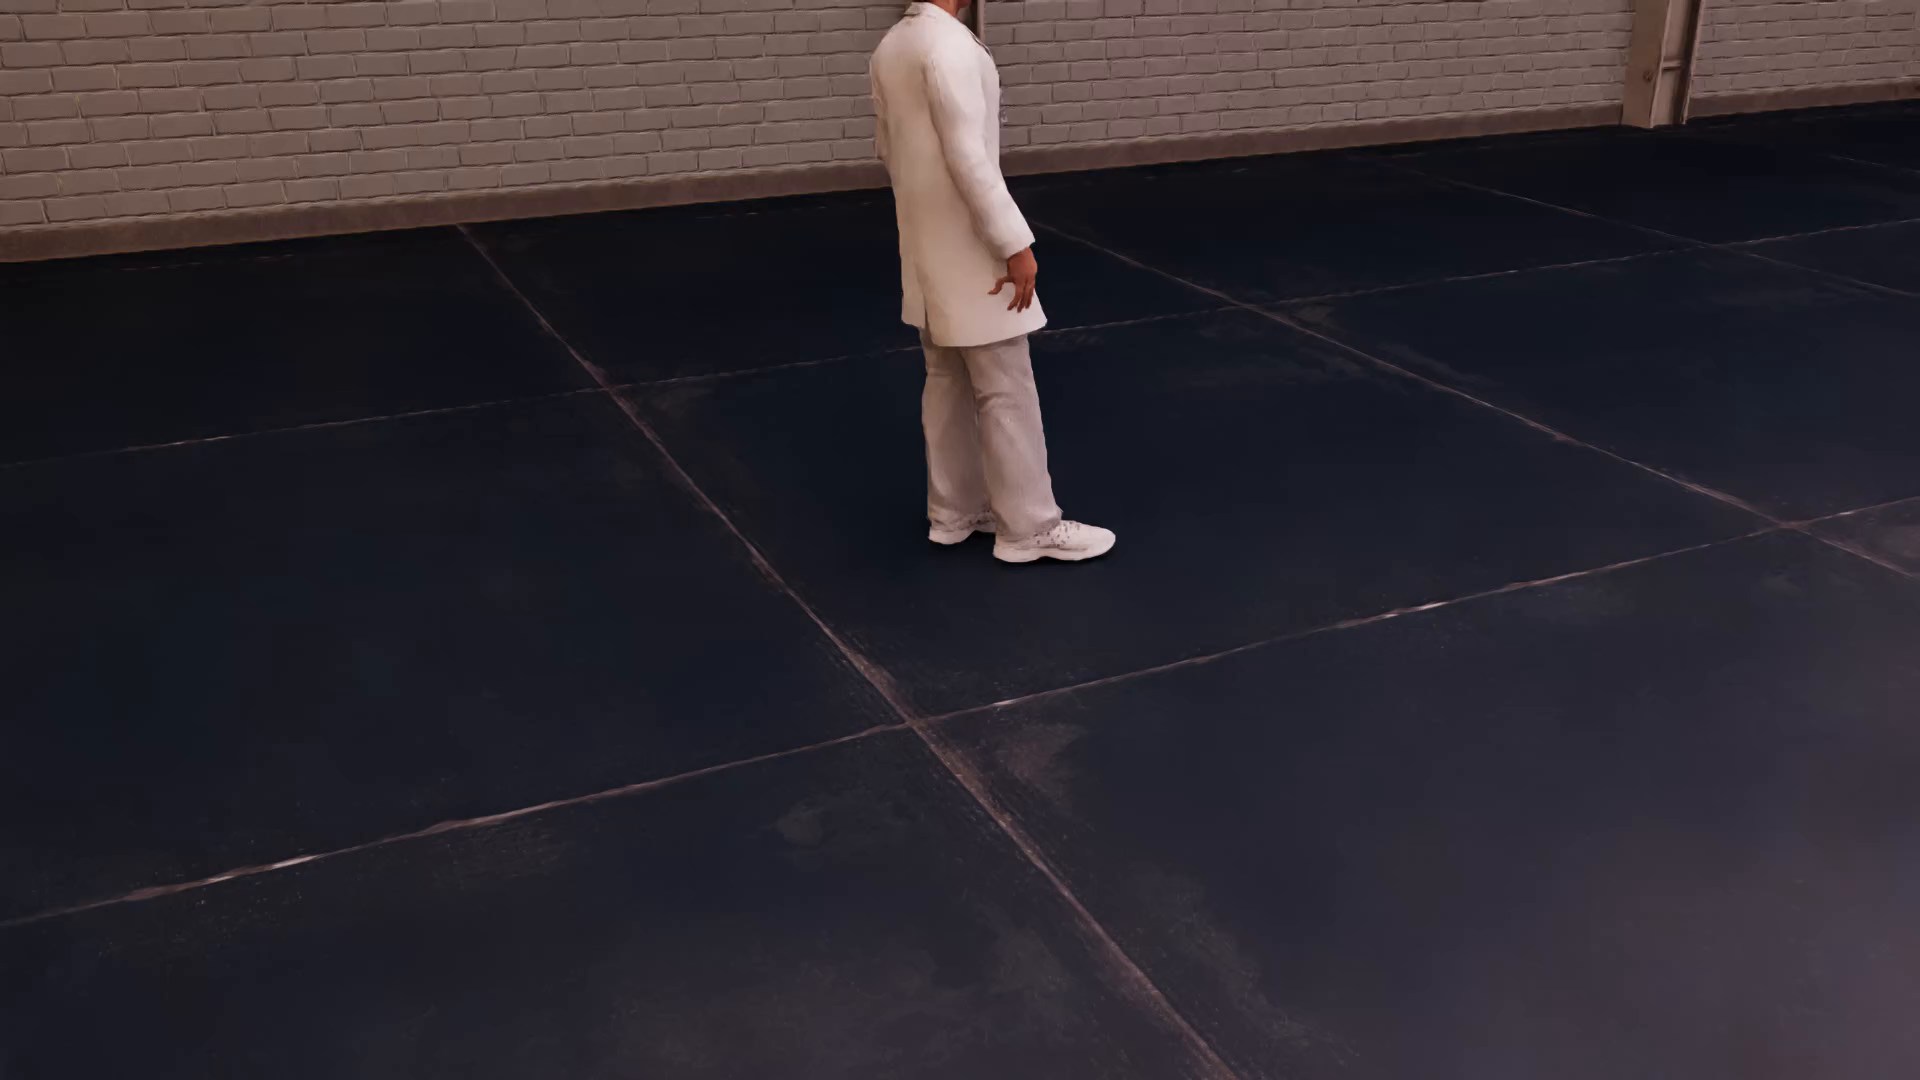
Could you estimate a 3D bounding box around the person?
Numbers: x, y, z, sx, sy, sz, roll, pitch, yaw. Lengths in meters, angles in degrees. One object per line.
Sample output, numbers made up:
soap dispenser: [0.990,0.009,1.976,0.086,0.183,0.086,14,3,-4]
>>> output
person: [0.084,-0.841,4.795,0.579,1.776,0.694,-10,25,-23]
